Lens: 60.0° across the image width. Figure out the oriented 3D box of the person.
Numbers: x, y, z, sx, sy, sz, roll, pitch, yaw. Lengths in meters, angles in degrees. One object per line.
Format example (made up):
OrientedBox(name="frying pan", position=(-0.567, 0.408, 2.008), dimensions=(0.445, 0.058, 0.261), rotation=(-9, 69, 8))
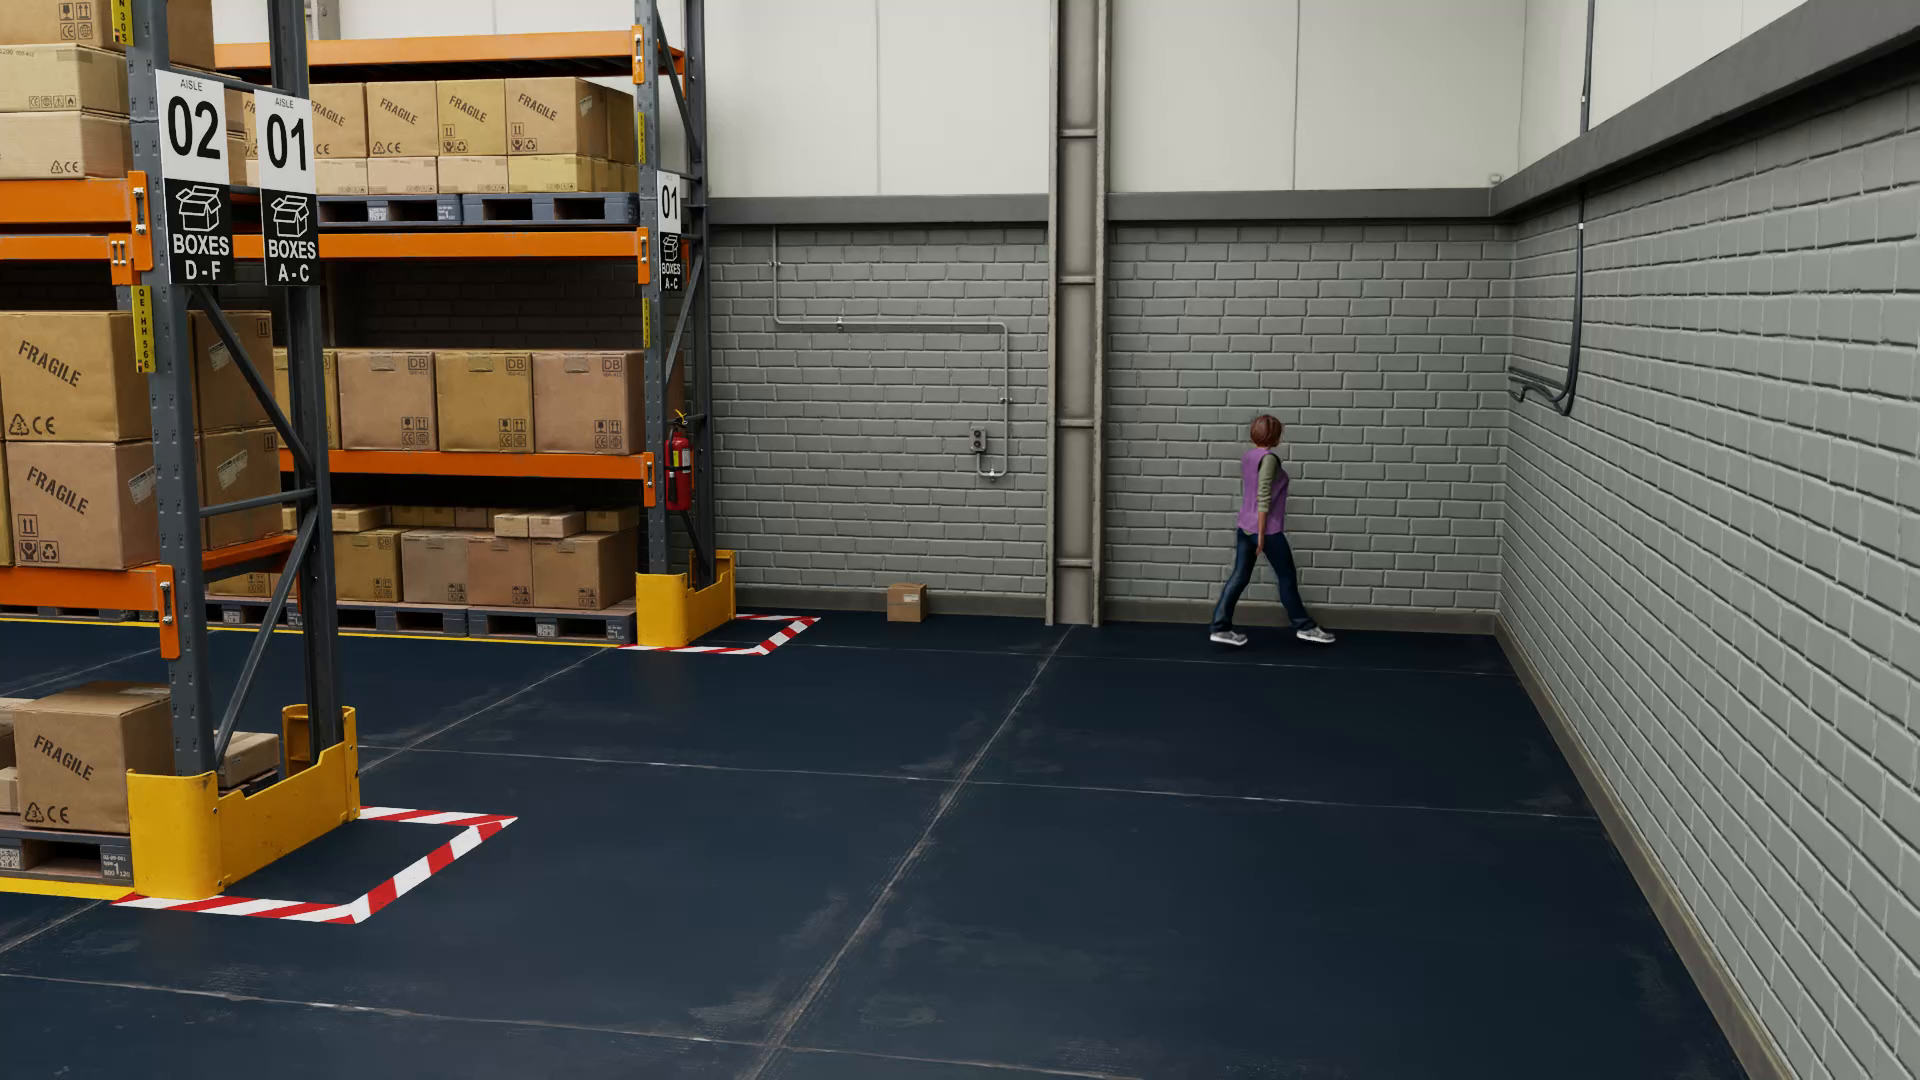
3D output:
OrientedBox(name="person", position=(2.087, -0.076, 11.282), dimensions=(0.894, 1.555, 0.440), rotation=(-3, 9, -19))
